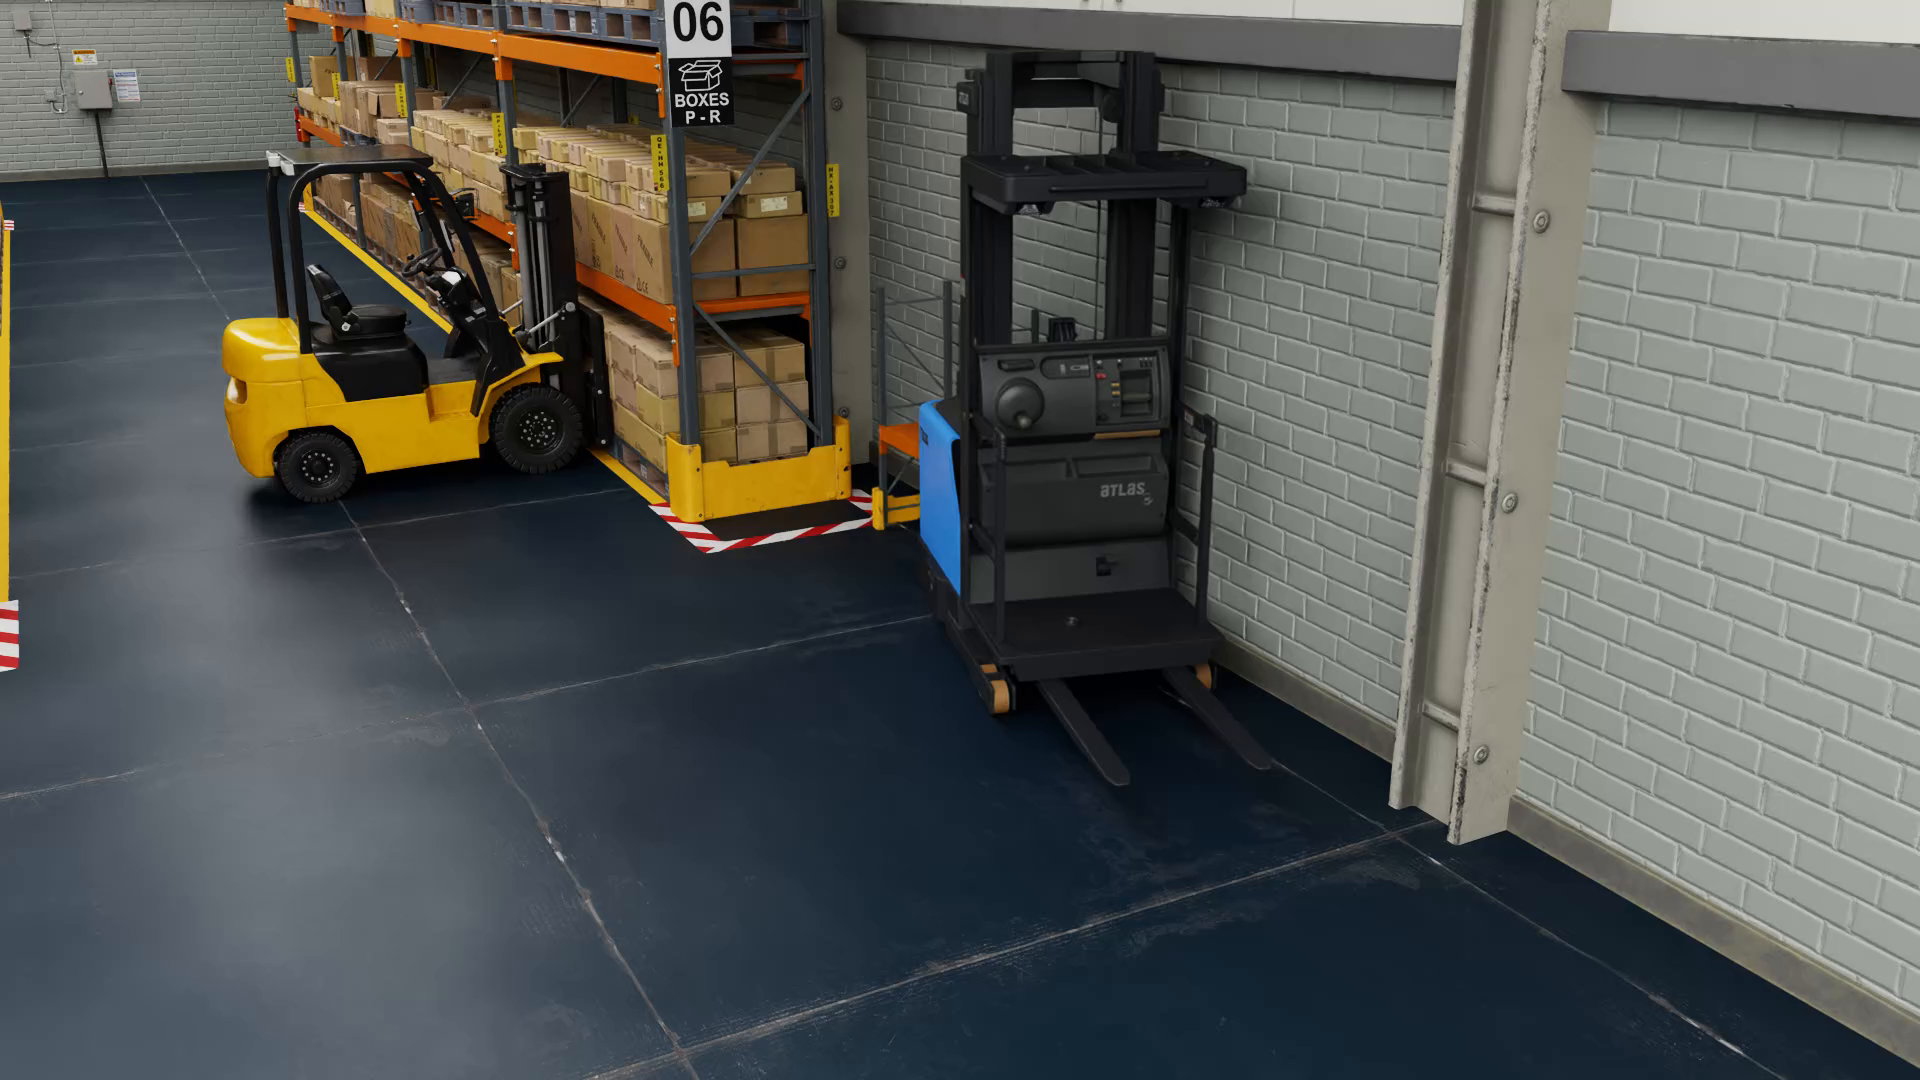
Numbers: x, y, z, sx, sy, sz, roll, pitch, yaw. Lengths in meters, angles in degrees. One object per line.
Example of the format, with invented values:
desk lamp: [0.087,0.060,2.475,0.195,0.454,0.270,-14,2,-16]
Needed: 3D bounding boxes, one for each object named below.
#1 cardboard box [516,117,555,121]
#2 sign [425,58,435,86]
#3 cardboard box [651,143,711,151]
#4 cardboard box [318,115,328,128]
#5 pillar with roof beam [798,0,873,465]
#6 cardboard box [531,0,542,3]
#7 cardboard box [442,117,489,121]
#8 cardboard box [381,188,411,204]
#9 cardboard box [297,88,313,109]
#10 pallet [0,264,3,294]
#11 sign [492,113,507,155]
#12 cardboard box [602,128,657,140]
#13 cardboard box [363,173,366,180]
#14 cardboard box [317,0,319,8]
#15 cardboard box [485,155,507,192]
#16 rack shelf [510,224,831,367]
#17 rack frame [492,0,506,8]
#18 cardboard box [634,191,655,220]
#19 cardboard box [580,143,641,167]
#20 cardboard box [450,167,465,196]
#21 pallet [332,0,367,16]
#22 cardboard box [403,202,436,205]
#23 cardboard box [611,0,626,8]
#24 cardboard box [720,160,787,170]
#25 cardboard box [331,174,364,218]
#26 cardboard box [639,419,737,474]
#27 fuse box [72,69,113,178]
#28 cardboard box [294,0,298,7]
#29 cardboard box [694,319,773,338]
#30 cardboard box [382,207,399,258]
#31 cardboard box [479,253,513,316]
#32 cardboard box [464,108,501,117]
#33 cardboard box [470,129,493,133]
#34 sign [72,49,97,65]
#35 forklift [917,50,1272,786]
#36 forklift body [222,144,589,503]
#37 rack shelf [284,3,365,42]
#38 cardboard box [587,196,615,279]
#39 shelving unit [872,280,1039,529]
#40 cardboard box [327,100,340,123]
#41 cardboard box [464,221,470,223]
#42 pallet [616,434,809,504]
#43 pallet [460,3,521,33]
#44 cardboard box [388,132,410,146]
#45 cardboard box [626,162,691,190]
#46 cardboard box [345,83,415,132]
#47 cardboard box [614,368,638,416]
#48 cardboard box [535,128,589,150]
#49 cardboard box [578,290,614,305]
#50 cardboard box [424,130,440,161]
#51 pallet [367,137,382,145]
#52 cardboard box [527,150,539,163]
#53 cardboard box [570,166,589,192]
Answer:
cardboard box: [-4.047,-3.908,15.711,0.380,0.149,0.250,-10,22,-28]
sign: [-6.510,-5.746,20.409,0.100,0.325,0.005,-10,21,-27]
cardboard box: [-1.979,-2.739,11.867,0.380,0.149,0.250,-10,21,-26]
cardboard box: [-8.271,-5.554,22.014,0.380,0.149,0.250,-9,21,-25]
pillar with roof beam: [-4.625,-4.175,8.436,9.100,9.000,0.400,-10,21,-27]
cardboard box: [-2.887,-3.963,12.008,0.380,0.149,0.250,-9,21,-25]
cardboard box: [-4.652,-3.893,15.668,0.380,0.149,0.250,-10,21,-26]
cardboard box: [-6.501,-3.997,19.311,0.380,0.149,0.250,-10,21,-27]
cardboard box: [-8.918,-6.157,23.151,0.500,0.250,0.500,-10,21,-26]
pallet: [-10.931,-2.814,17.962,1.003,0.211,1.213,-10,21,-27]
sign: [-3.671,-3.238,13.263,0.100,0.325,0.005,-10,21,-27]
cardboard box: [-2.560,-3.112,12.948,0.380,0.149,0.250,-10,22,-27]
cardboard box: [-7.007,-4.441,20.140,0.380,0.149,0.250,-10,22,-28]
cardboard box: [-7.875,-6.770,20.939,0.380,0.149,0.250,-9,21,-25]
cardboard box: [-3.656,-3.082,13.927,0.500,0.250,0.500,-10,22,-28]
rack shelf: [-2.248,-1.901,12.144,1.077,0.370,4.000,-10,21,-27]
rack frame: [-3.198,-5.651,12.712,1.000,3.000,0.127,-10,21,-27]
cardboard box: [-1.857,-2.145,10.603,0.380,0.149,0.250,-10,21,-26]
cardboard box: [-2.492,-2.746,11.886,0.380,0.149,0.250,-10,21,-26]
cardboard box: [-4.372,-3.286,15.286,0.500,0.250,0.500,-9,21,-25]
pallet: [-6.254,-5.945,18.452,1.213,0.211,1.003,-10,21,-27]
cardboard box: [-5.883,-3.628,18.241,0.380,0.149,0.250,-9,21,-25]
cardboard box: [-1.959,-3.402,10.383,0.380,0.149,0.250,-11,22,-28]
cardboard box: [-1.341,-2.377,10.817,0.380,0.149,0.250,-9,21,-25]
cardboard box: [-7.825,-4.537,21.869,0.700,0.500,0.500,-11,22,-29]
cardboard box: [-1.800,-0.651,10.992,0.500,0.250,0.500,-10,21,-26]
fuse box: [-14.043,-6.779,27.155,0.539,1.711,0.414,-10,21,-27]
cardboard box: [-8.667,-7.196,22.175,0.380,0.149,0.250,-9,21,-25]
cardboard box: [-1.601,-1.348,11.479,0.500,0.250,0.500,-10,21,-27]
cardboard box: [-6.230,-3.510,18.892,0.500,0.500,0.500,-11,22,-29]
cardboard box: [-3.817,-2.263,15.088,0.875,0.625,0.625,-10,22,-27]
cardboard box: [-4.765,-4.255,16.716,0.380,0.149,0.250,-9,21,-25]
cardboard box: [-4.075,-3.522,14.592,0.380,0.149,0.250,-11,22,-28]
sign: [-14.190,-7.830,26.957,0.339,0.242,0.001,-10,21,-27]
forklift: [0.599,-0.704,7.679,1.130,2.935,3.031,-4,20,-13]
forklift body: [-3.804,-1.527,11.260,2.313,2.155,1.214,-10,21,-27]
rack shelf: [-7.947,-6.764,21.638,1.077,0.370,4.000,-10,21,-27]
cardboard box: [-2.245,-2.112,11.500,0.500,0.500,0.500,-10,22,-28]
shelving unit: [-0.034,-0.687,9.824,0.587,1.500,1.083,-10,22,-27]
cardboard box: [-7.704,-5.431,21.046,0.500,0.250,0.500,-10,21,-26]
cardboard box: [-5.051,-3.145,17.834,0.500,0.500,0.500,-9,21,-25]
pallet: [-1.698,-0.562,11.435,1.003,0.211,1.213,-10,21,-27]
pallet: [-3.628,-4.394,13.960,0.805,0.209,1.217,-11,22,-29]
cardboard box: [-5.747,-4.172,17.365,0.380,0.149,0.250,-10,21,-26]
cardboard box: [-1.947,-2.368,10.792,0.380,0.149,0.250,-9,21,-25]
cardboard box: [-6.718,-5.035,19.328,0.700,0.500,0.500,-10,21,-26]
cardboard box: [-2.033,-1.039,11.348,0.500,0.250,0.500,-10,22,-27]
cardboard box: [-3.088,-3.114,12.952,0.380,0.149,0.250,-10,21,-26]
cardboard box: [-2.764,-1.709,12.526,0.500,0.250,0.500,-9,21,-25]
cardboard box: [-4.865,-3.820,16.065,0.500,0.250,0.500,-9,21,-25]
pallet: [-6.025,-4.430,18.665,1.003,0.211,1.213,-10,21,-27]
cardboard box: [-3.154,-2.962,12.970,0.380,0.149,0.250,-9,21,-25]
cardboard box: [-2.561,-2.590,11.890,0.380,0.149,0.250,-10,22,-28]
